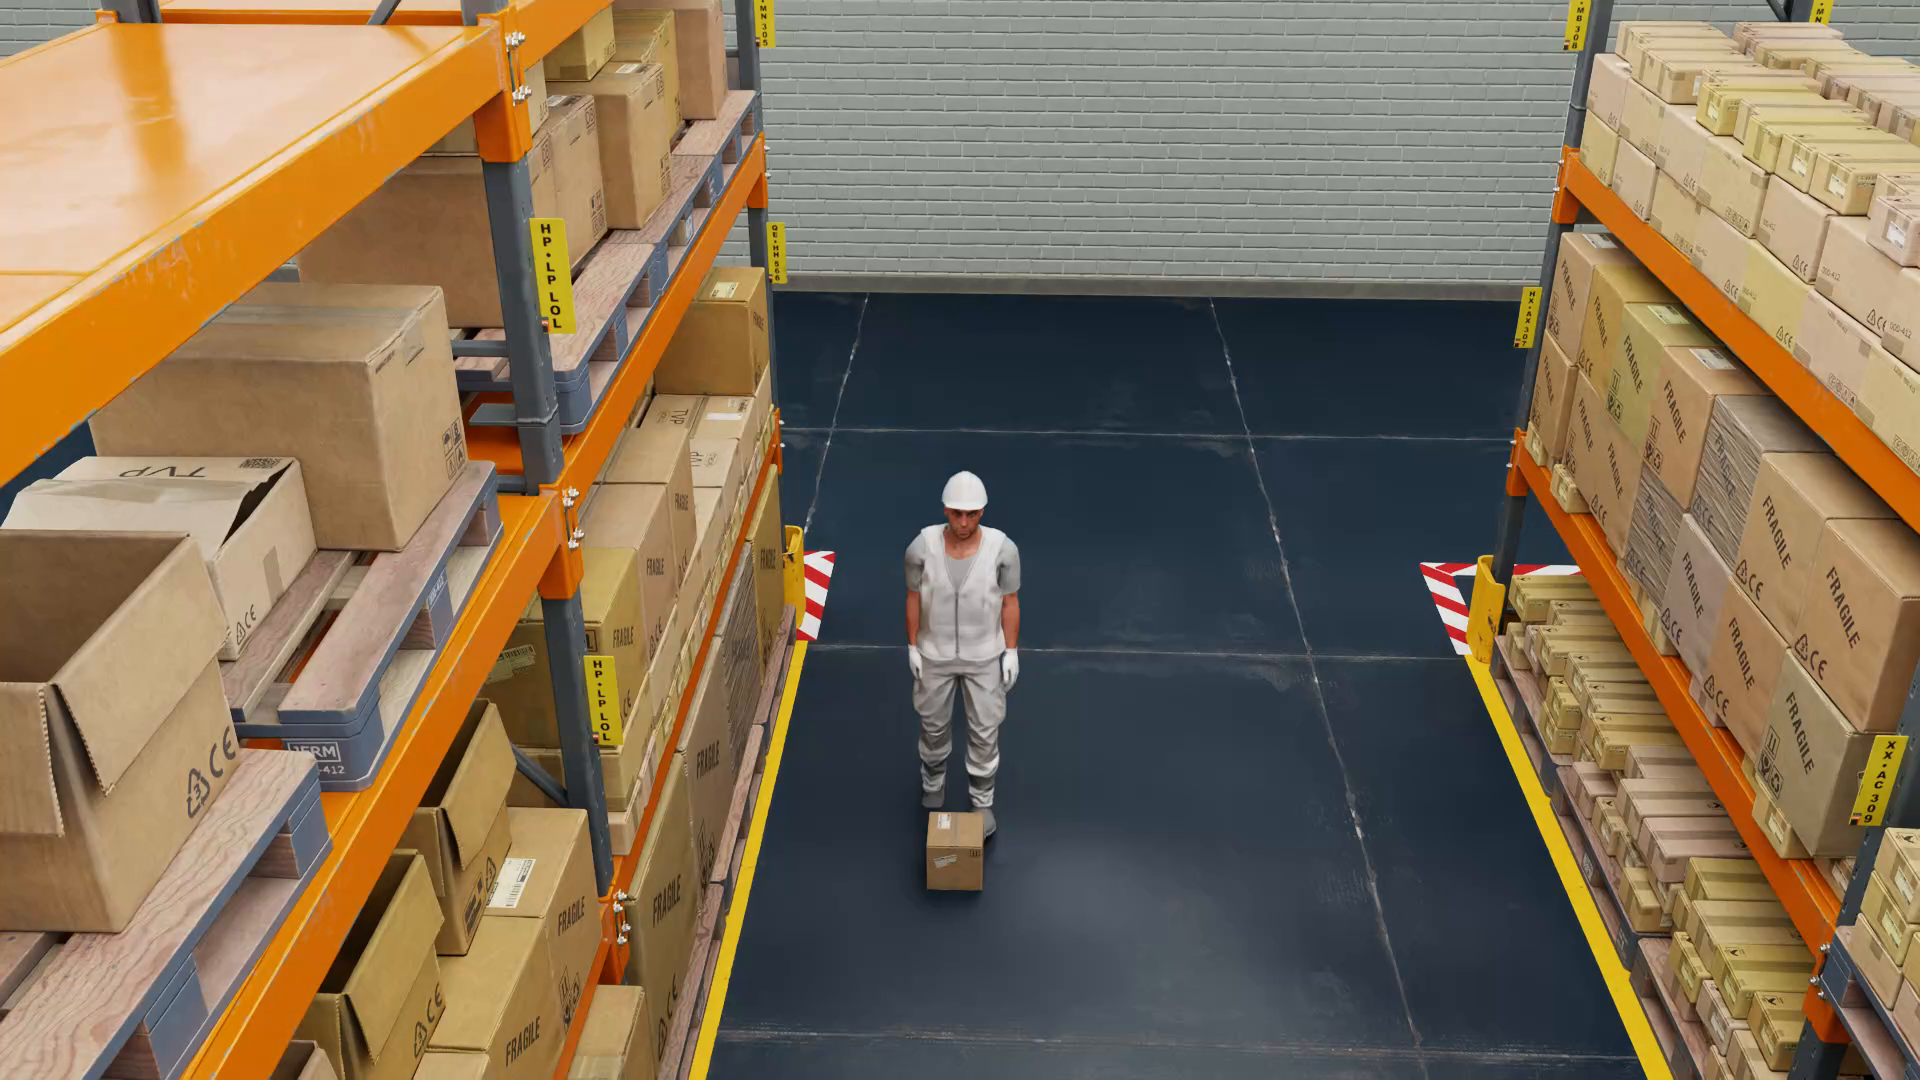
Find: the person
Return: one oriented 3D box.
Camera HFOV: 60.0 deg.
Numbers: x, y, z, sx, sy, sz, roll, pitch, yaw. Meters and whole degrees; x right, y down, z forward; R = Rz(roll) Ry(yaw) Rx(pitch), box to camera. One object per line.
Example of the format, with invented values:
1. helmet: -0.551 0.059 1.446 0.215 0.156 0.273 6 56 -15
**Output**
1. person: 0.009 0.554 7.627 0.524 1.866 0.448 2 28 3
